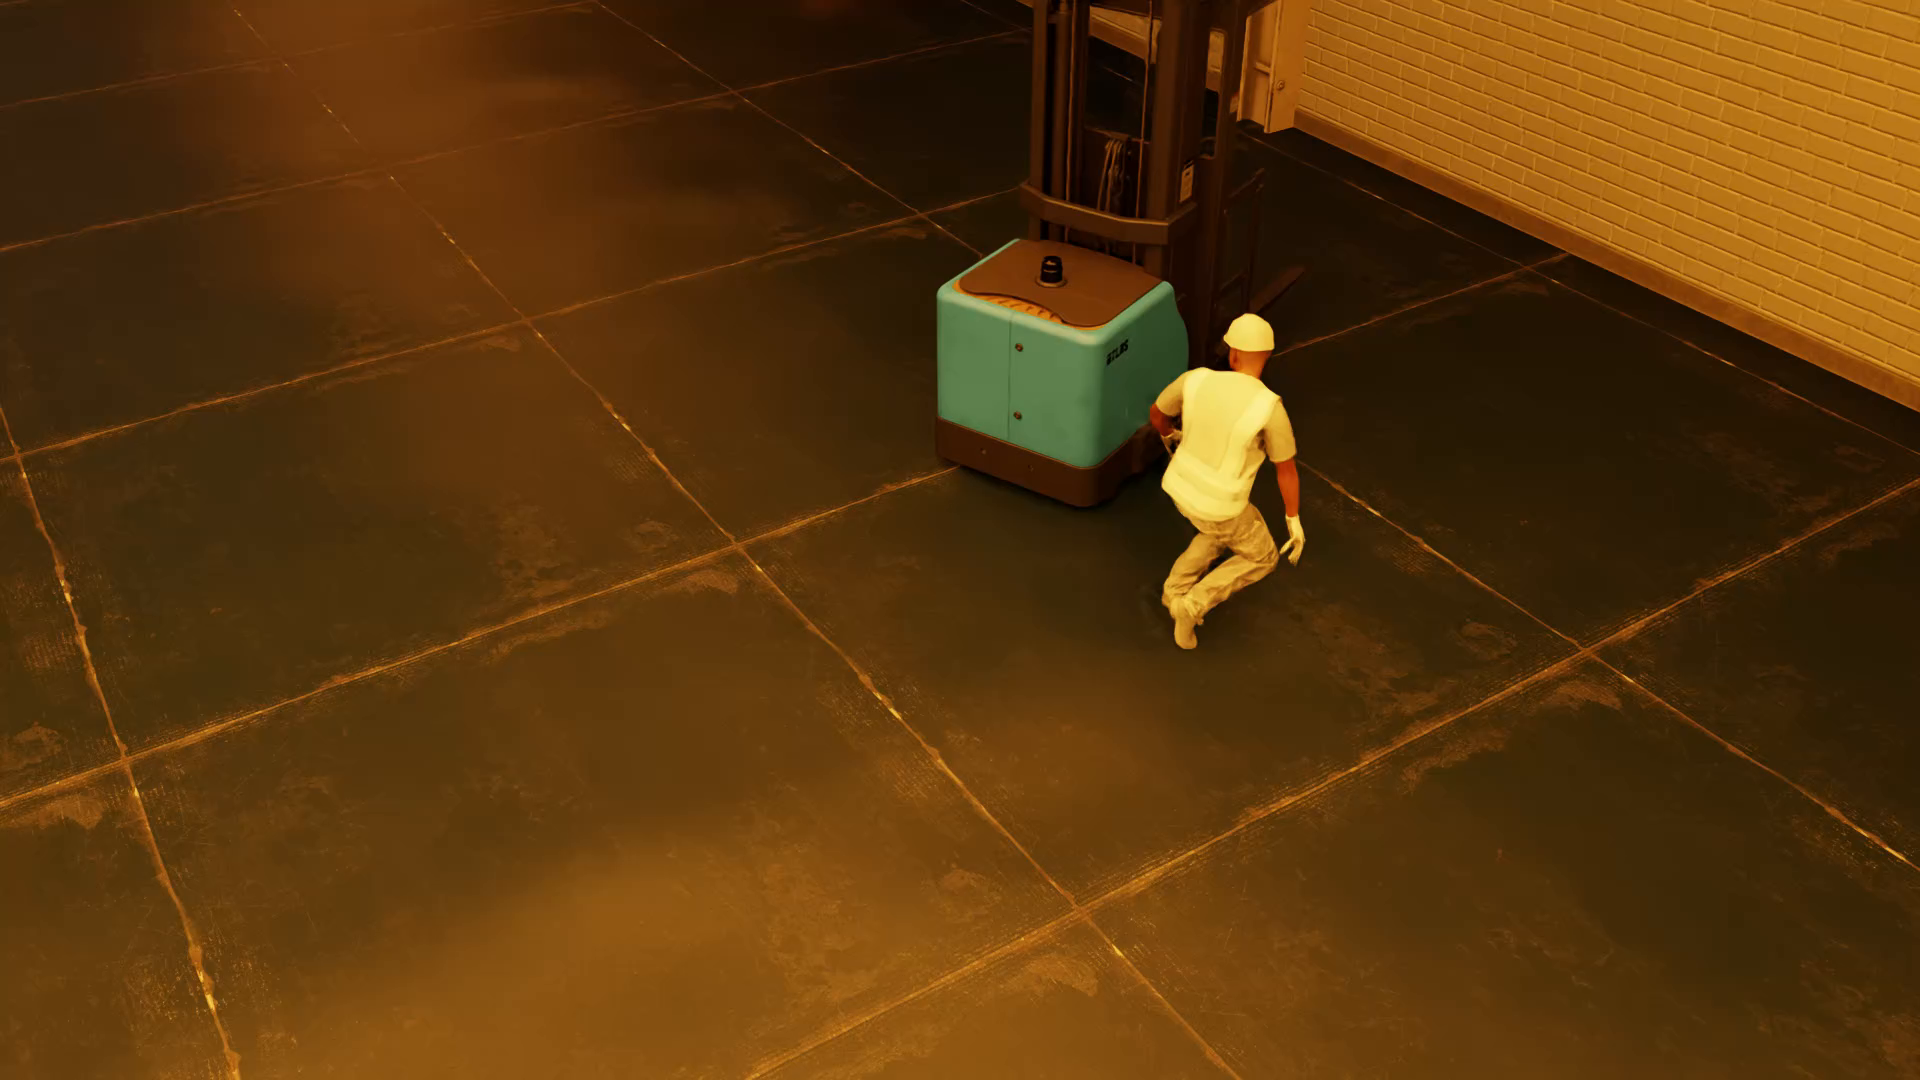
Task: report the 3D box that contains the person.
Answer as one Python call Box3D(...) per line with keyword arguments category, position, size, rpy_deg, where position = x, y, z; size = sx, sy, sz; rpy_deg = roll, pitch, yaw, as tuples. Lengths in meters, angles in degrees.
Box3D(category="person", position=(1.200, -0.232, 7.686), size=(0.586, 1.593, 0.959), rpy_deg=(-21, 40, -27))

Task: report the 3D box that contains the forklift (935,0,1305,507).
Box3D(category="forklift", position=(1.112, -2.179, 9.248), size=(1.130, 2.935, 3.031), rpy_deg=(22, 40, 28))
